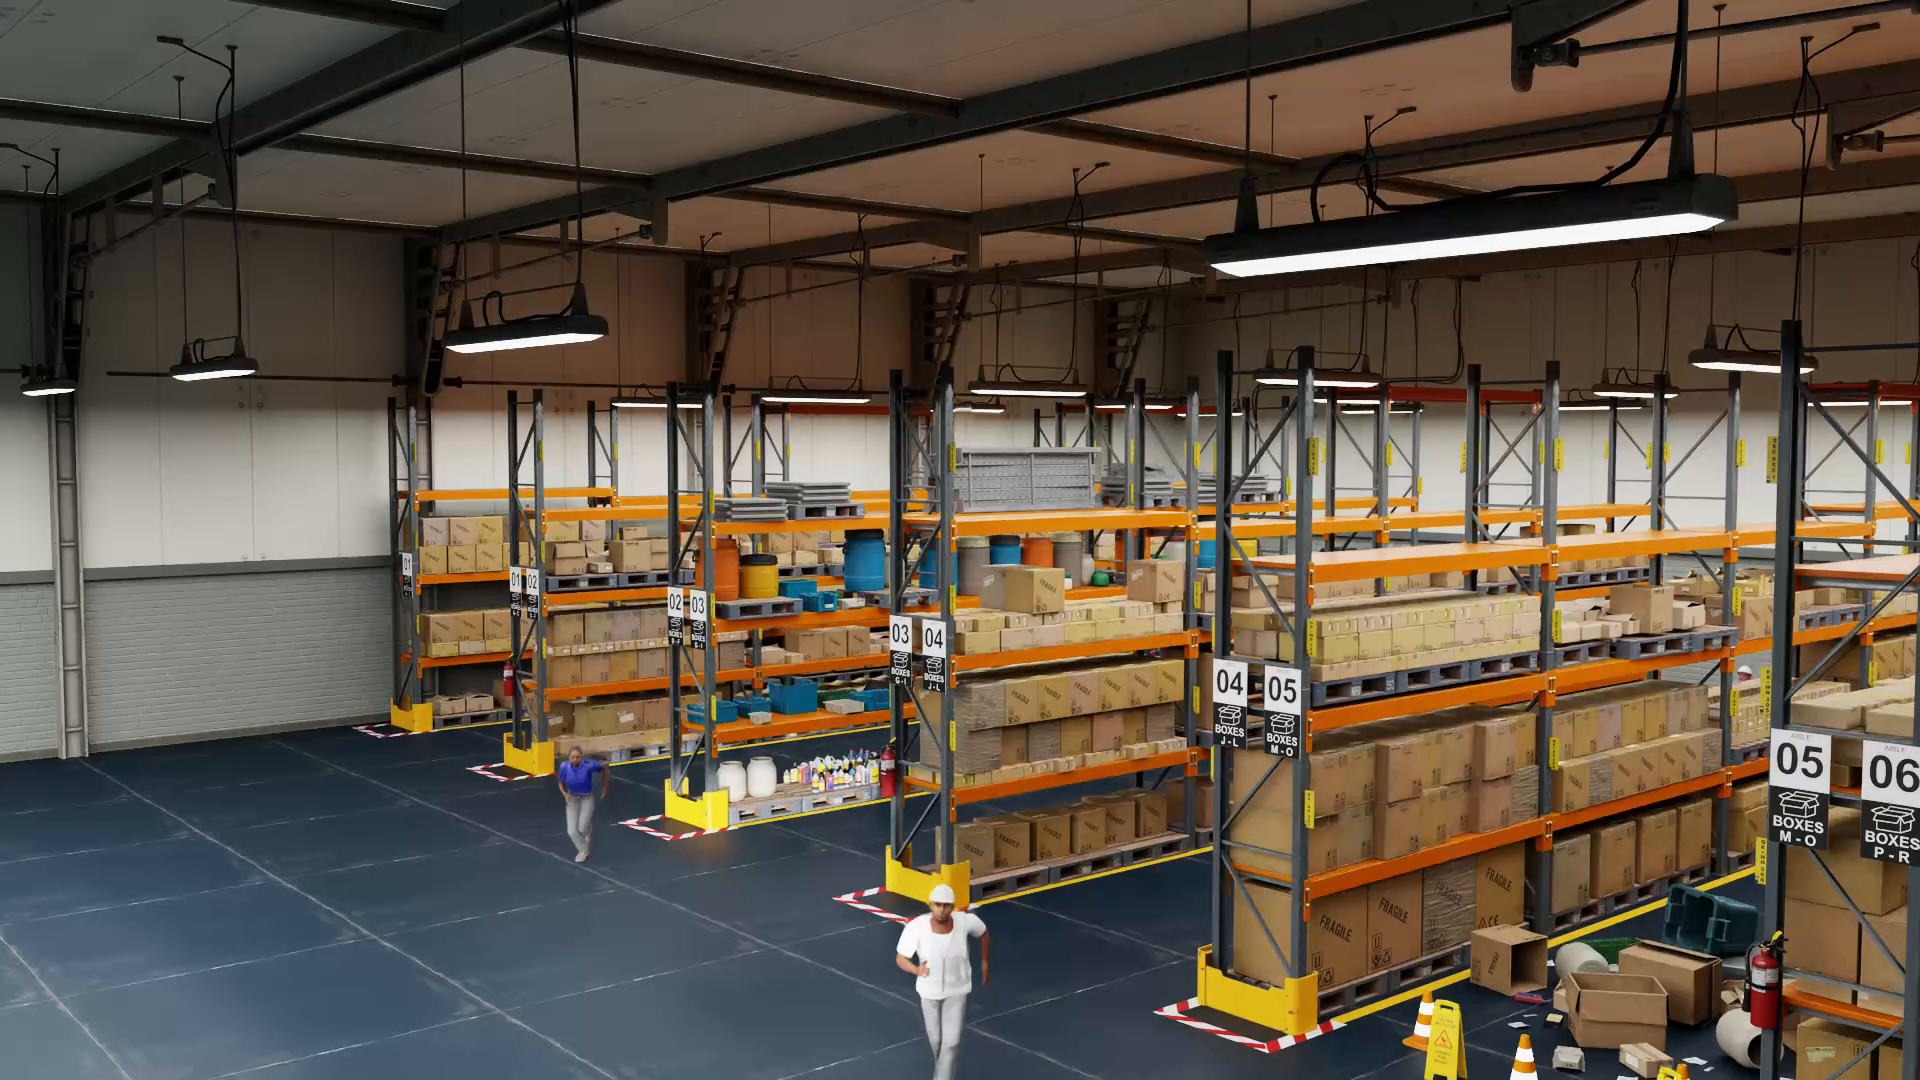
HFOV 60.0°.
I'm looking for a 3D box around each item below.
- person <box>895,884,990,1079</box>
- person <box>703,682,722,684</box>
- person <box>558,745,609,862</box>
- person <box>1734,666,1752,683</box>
[{"bbox_3d":[-0.136,3.532,12.919,0.724,1.800,0.967,0,3,1],"label":"person"},{"bbox_3d":[-4.456,2.566,30.275,0.825,1.681,0.618,-3,4,-40],"label":"person"},{"bbox_3d":[-4.639,3.233,20.492,0.586,1.510,0.801,0,3,-2],"label":"person"},{"bbox_3d":[11.989,2.792,25.408,0.684,1.774,1.019,3,4,42],"label":"person"}]
